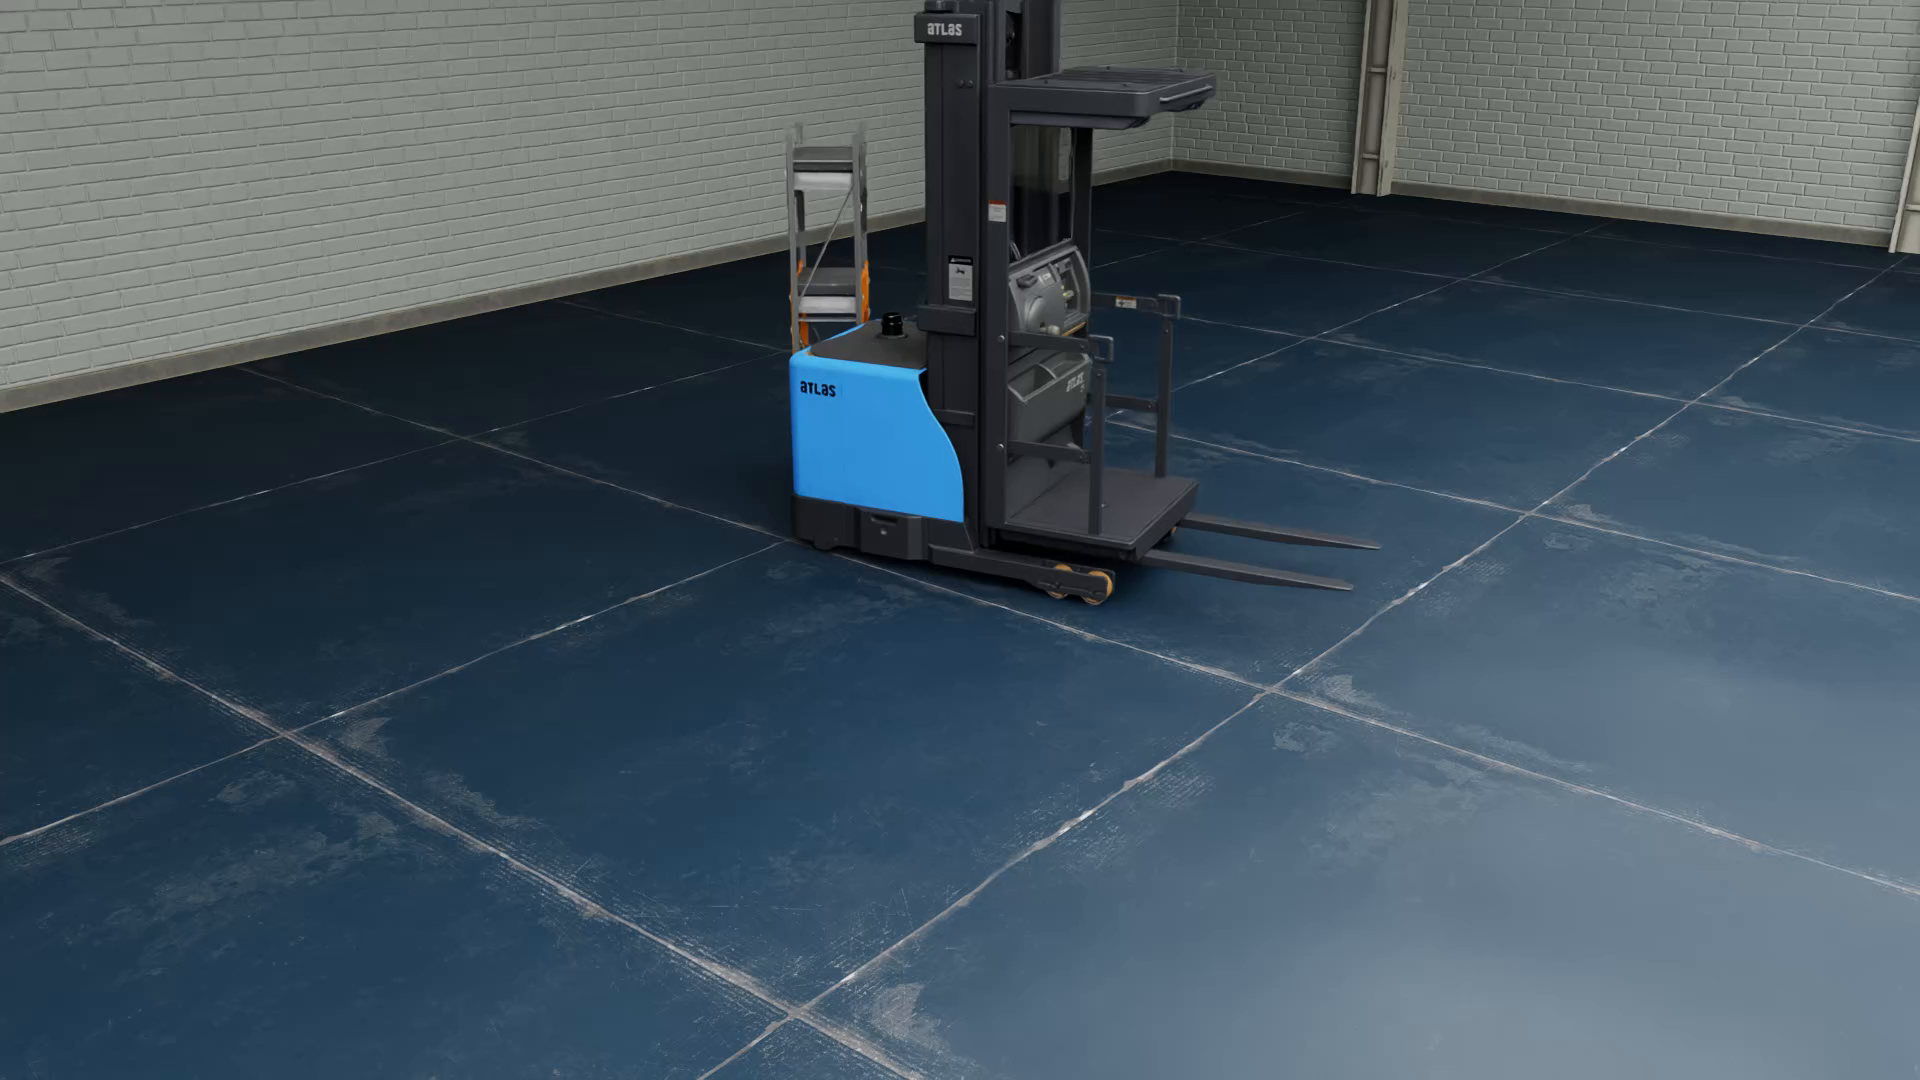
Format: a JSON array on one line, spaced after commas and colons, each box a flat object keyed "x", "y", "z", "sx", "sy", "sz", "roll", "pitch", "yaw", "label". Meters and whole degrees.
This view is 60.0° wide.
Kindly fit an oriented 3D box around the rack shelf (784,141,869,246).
[{"x": -0.756, "y": -1.987, "z": 9.515, "sx": 0.431, "sy": 0.518, "sz": 0.480, "roll": 0, "pitch": 21, "yaw": 1, "label": "rack shelf"}]

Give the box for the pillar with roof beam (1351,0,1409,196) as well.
[{"x": 2.344, "y": -7.307, "z": 15.792, "sx": 0.400, "sy": 9.000, "sz": 9.100, "roll": 16, "pitch": 26, "yaw": 36, "label": "pillar with roof beam"}]

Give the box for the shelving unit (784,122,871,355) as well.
[{"x": -0.756, "y": -1.346, "z": 9.759, "sx": 0.431, "sy": 2.100, "sz": 0.503, "roll": 0, "pitch": 21, "yaw": 1, "label": "shelving unit"}]

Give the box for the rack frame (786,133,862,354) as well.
[{"x": -0.761, "y": -1.259, "z": 9.530, "sx": 0.400, "sy": 2.100, "sz": 0.015, "roll": 0, "pitch": 21, "yaw": 1, "label": "rack frame"}]

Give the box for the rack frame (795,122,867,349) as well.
[{"x": -0.752, "y": -1.432, "z": 9.987, "sx": 0.400, "sy": 2.100, "sz": 0.015, "roll": 0, "pitch": 21, "yaw": 1, "label": "rack frame"}]

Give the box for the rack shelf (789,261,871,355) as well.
[{"x": -0.756, "y": -1.333, "z": 9.763, "sx": 0.431, "sy": 0.518, "sz": 0.480, "roll": 0, "pitch": 21, "yaw": 1, "label": "rack shelf"}]

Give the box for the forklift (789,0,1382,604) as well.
[{"x": 0.641, "y": -1.263, "z": 8.363, "sx": 3.031, "sy": 2.935, "sz": 1.130, "roll": 10, "pitch": 23, "yaw": 24, "label": "forklift"}]

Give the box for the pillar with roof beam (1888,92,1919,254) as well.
[{"x": 6.992, "y": -5.969, "z": 12.242, "sx": 0.400, "sy": 9.000, "sz": 9.100, "roll": 16, "pitch": 26, "yaw": 36, "label": "pillar with roof beam"}]
